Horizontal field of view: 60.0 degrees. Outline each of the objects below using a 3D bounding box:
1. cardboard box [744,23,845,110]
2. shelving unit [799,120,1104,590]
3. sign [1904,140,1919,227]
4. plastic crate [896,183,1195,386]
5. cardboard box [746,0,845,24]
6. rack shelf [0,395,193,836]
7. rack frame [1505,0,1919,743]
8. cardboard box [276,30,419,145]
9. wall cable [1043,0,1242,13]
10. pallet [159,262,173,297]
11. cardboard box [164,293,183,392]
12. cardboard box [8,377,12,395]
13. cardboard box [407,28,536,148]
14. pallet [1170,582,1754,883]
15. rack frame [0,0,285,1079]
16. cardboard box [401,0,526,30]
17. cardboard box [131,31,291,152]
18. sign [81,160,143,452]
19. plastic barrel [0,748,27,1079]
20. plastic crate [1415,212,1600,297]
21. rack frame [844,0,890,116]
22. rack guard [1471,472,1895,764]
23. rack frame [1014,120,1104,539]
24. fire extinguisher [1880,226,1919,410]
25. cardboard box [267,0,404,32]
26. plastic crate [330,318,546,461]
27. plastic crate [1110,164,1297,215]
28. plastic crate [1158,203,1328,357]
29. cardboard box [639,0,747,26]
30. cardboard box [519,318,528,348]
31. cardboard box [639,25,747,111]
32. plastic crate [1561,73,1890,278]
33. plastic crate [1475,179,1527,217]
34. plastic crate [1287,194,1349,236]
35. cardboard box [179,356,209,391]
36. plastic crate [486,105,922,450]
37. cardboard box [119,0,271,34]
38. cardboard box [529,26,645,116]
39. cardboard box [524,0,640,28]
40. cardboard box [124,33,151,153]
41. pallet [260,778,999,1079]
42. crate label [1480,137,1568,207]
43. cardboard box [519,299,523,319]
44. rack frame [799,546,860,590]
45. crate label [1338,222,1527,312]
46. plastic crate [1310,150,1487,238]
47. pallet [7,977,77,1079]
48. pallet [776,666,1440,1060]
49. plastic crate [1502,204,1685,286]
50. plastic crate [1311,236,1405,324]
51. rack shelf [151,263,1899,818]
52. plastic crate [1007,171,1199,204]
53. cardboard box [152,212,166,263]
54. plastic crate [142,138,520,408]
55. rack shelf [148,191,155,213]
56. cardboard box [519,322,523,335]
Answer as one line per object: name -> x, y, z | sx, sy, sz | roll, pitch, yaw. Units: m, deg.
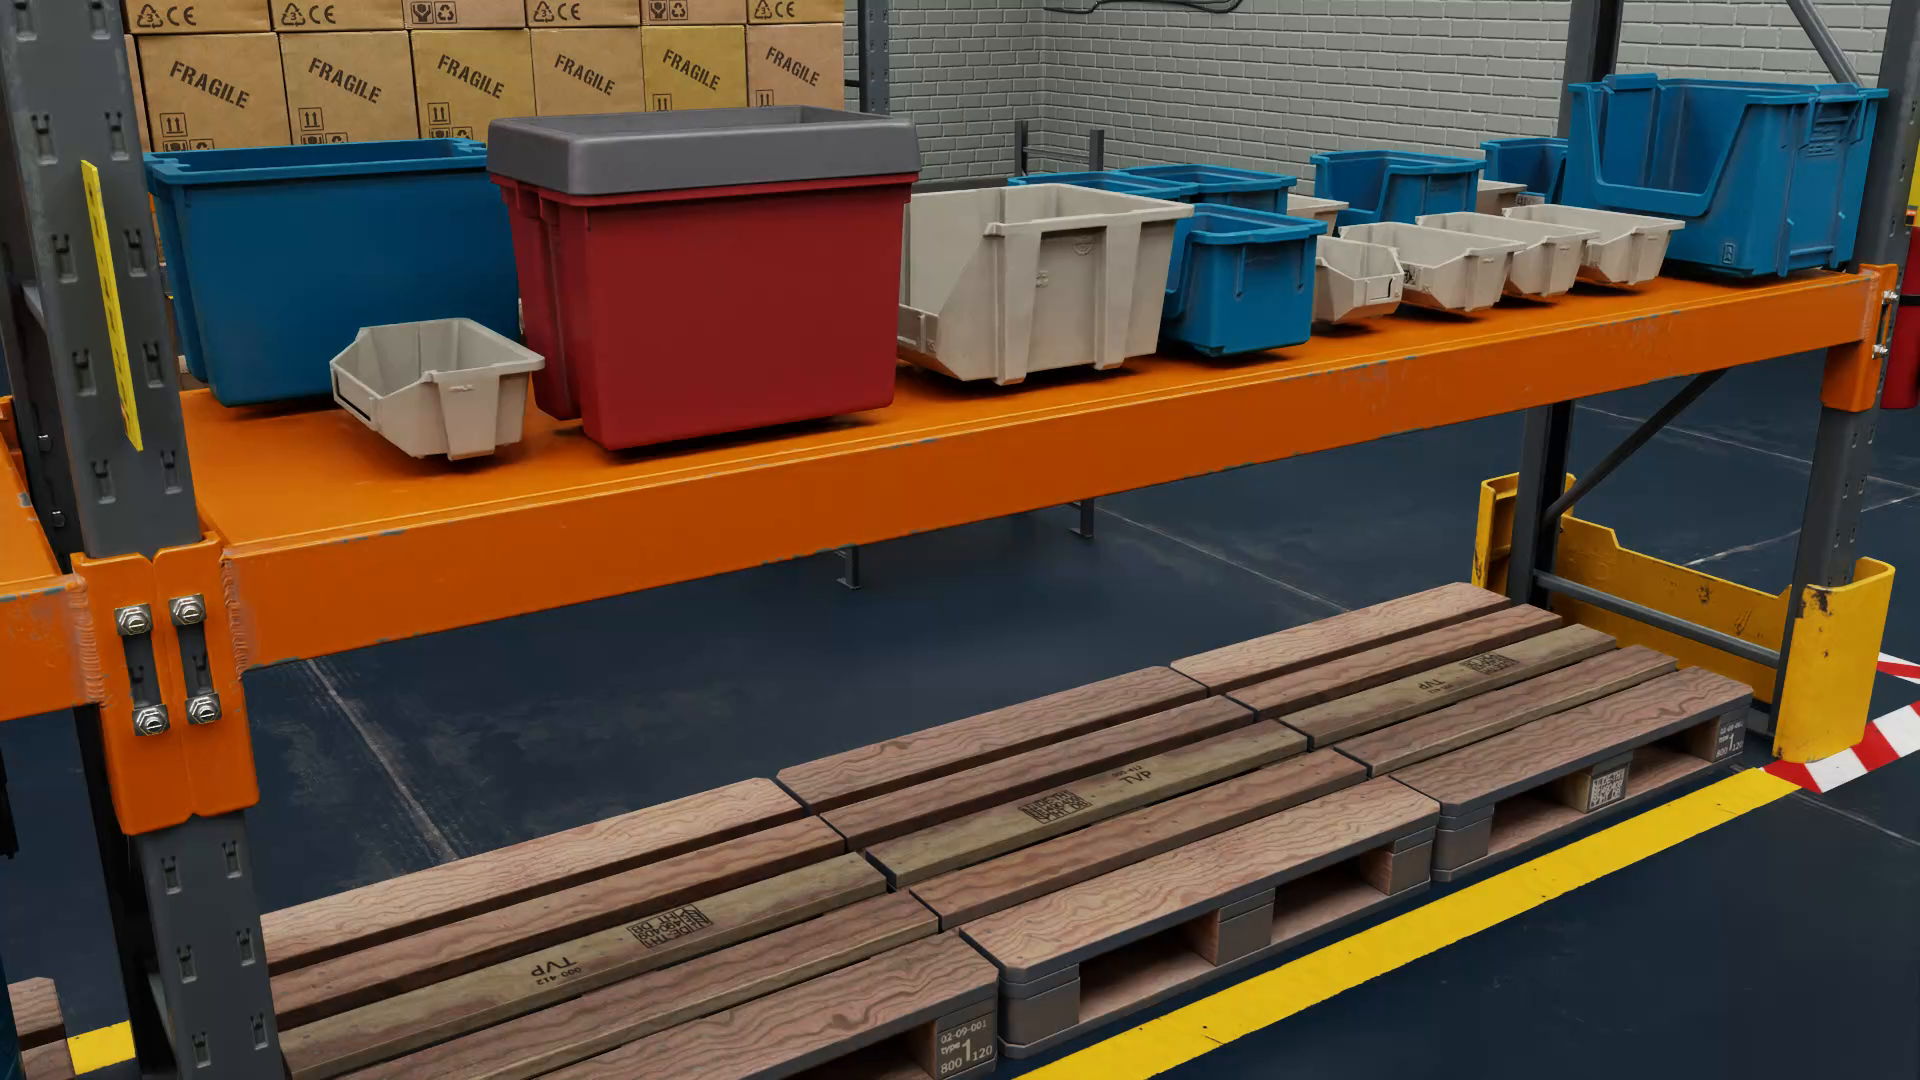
cardboard box -> -0.888, -2.212, 7.947 | 0.500, 0.500, 0.500 | -11, 22, -30
shelving unit -> -0.071, -0.695, 5.960 | 1.048, 1.500, 0.538 | -12, 22, -31
sign -> 2.374, -0.923, 4.038 | 0.005, 0.325, 0.100 | -12, 22, -31
plastic crate -> 0.093, -0.478, 3.066 | 0.530, 0.282, 0.437 | -12, 22, -31
cardboard box -> -0.884, -2.685, 7.786 | 0.500, 0.500, 0.500 | -12, 22, -32
rack shelf -> -2.954, 0.407, 1.480 | 4.000, 0.370, 1.077 | -12, 22, -31
rack frame -> 2.057, -0.990, 4.491 | 0.127, 3.000, 1.000 | -12, 22, -31
cardboard box -> -2.584, -1.854, 6.890 | 0.500, 0.500, 0.500 | -12, 22, -32
wall cable -> 1.529, -5.912, 14.530 | 0.112, 2.526, 3.097 | -12, 22, -31
pallet -> -5.034, -1.944, 11.666 | 1.213, 0.211, 1.003 | -12, 22, -31
cardboard box -> -3.685, -0.812, 7.179 | 0.500, 0.500, 0.500 | -12, 22, -31
cardboard box -> -3.535, -0.562, 6.736 | 0.500, 0.311, 0.500 | -12, 22, -31
cardboard box -> -2.160, -1.944, 7.156 | 0.500, 0.500, 0.500 | -12, 22, -32
pallet -> 1.347, 0.465, 4.539 | 1.213, 0.211, 1.003 | -12, 22, -31
rack frame -> -1.283, -0.286, 2.407 | 0.127, 3.000, 1.000 | -12, 22, -31
cardboard box -> -2.165, -2.413, 6.981 | 0.500, 0.500, 0.500 | -11, 22, -30
cardboard box -> -3.003, -1.767, 6.631 | 0.500, 0.500, 0.500 | -11, 22, -30
sign -> -0.982, -0.270, 1.926 | 0.005, 0.325, 0.100 | -12, 22, -31
plastic barrel -> -1.747, 0.600, 2.406 | 0.708, 0.901, 0.600 | -12, 22, -31
plastic crate -> 1.226, -0.655, 3.816 | 0.243, 0.136, 0.396 | -12, 22, -31
rack frame -> -0.664, -2.316, 8.412 | 0.127, 3.000, 1.000 | -12, 22, -31
rack guard -> 2.070, 0.186, 4.914 | 0.348, 0.500, 1.175 | -12, 22, -31
rack frame -> 0.353, -0.785, 6.225 | 0.032, 1.500, 0.500 | -12, 22, -31
fire extinguisher -> 2.433, -0.682, 4.282 | 0.183, 0.674, 0.296 | -12, 22, -31
cardboard box -> -2.596, -2.322, 6.711 | 0.500, 0.500, 0.500 | -13, 22, -33
plastic crate -> -0.816, -0.233, 2.569 | 0.243, 0.136, 0.396 | -12, 22, -31
plastic crate -> 0.571, -0.752, 3.954 | 0.300, 0.233, 0.416 | -12, 22, -31
plastic crate -> 0.483, -0.509, 3.235 | 0.300, 0.233, 0.416 | -12, 22, -31
cardboard box -> -1.306, -2.596, 7.522 | 0.500, 0.500, 0.500 | -11, 22, -30
cardboard box -> -1.792, -0.901, 7.832 | 0.500, 0.250, 0.500 | -12, 22, -31
cardboard box -> -1.319, -2.119, 7.674 | 0.500, 0.500, 0.500 | -12, 22, -31
plastic crate -> 1.881, -0.927, 4.153 | 0.499, 0.435, 0.616 | -12, 22, -31
plastic crate -> 1.357, -0.904, 4.554 | 0.298, 0.136, 0.250 | -12, 22, -31
plastic crate -> 0.790, -0.785, 4.200 | 0.298, 0.136, 0.250 | -12, 22, -31
cardboard box -> -3.404, -0.728, 7.478 | 0.250, 0.149, 0.380 | -12, 22, -31
plastic crate -> -0.400, -0.435, 2.654 | 0.583, 0.464, 0.402 | -12, 22, -31
cardboard box -> -3.025, -2.231, 6.444 | 0.500, 0.500, 0.500 | -13, 22, -33
cardboard box -> -1.739, -2.033, 7.419 | 0.500, 0.500, 0.500 | -12, 22, -31
cardboard box -> -1.736, -2.503, 7.249 | 0.500, 0.500, 0.500 | -11, 22, -30
cardboard box -> -3.429, -1.676, 6.362 | 0.500, 0.500, 0.500 | -11, 22, -30
pallet -> -0.690, 0.895, 3.267 | 1.213, 0.211, 1.003 | -12, 22, -31
crate label -> 1.670, -0.984, 4.640 | 0.303, 0.233, 0.416 | -12, 22, -31
cardboard box -> -2.109, -1.026, 8.202 | 0.500, 0.250, 0.500 | -12, 22, -31
rack frame -> -0.496, -0.606, 5.695 | 0.032, 1.500, 0.500 | -12, 22, -31
crate label -> 1.007, -0.599, 3.651 | 0.243, 0.136, 0.396 | -12, 22, -31
plastic crate -> 1.120, -0.868, 4.297 | 0.300, 0.233, 0.416 | -12, 22, -31
pallet -> -1.951, 1.160, 2.484 | 1.213, 0.211, 1.003 | -12, 22, -31
pallet -> 0.329, 0.679, 3.907 | 1.213, 0.211, 1.003 | -12, 22, -31
plastic crate -> 1.476, -0.702, 3.955 | 0.243, 0.136, 0.396 | -12, 22, -31
plastic crate -> 0.770, -0.542, 3.483 | 0.250, 0.136, 0.298 | -12, 22, -31
rack shelf -> 0.387, -0.297, 3.564 | 4.000, 0.370, 1.077 | -12, 22, -31
plastic crate -> 0.320, -0.699, 3.798 | 0.300, 0.233, 0.416 | -12, 22, -31
cardboard box -> -5.630, -2.143, 11.146 | 0.500, 0.500, 0.700 | -12, 22, -32
plastic crate -> -1.081, -0.480, 2.913 | 0.575, 0.384, 0.392 | -12, 22, -31
rack shelf -> -2.334, -1.623, 7.485 | 4.000, 0.370, 1.077 | -12, 22, -31
cardboard box -> -2.438, -0.970, 7.640 | 0.637, 0.503, 0.797 | -12, 22, -31
